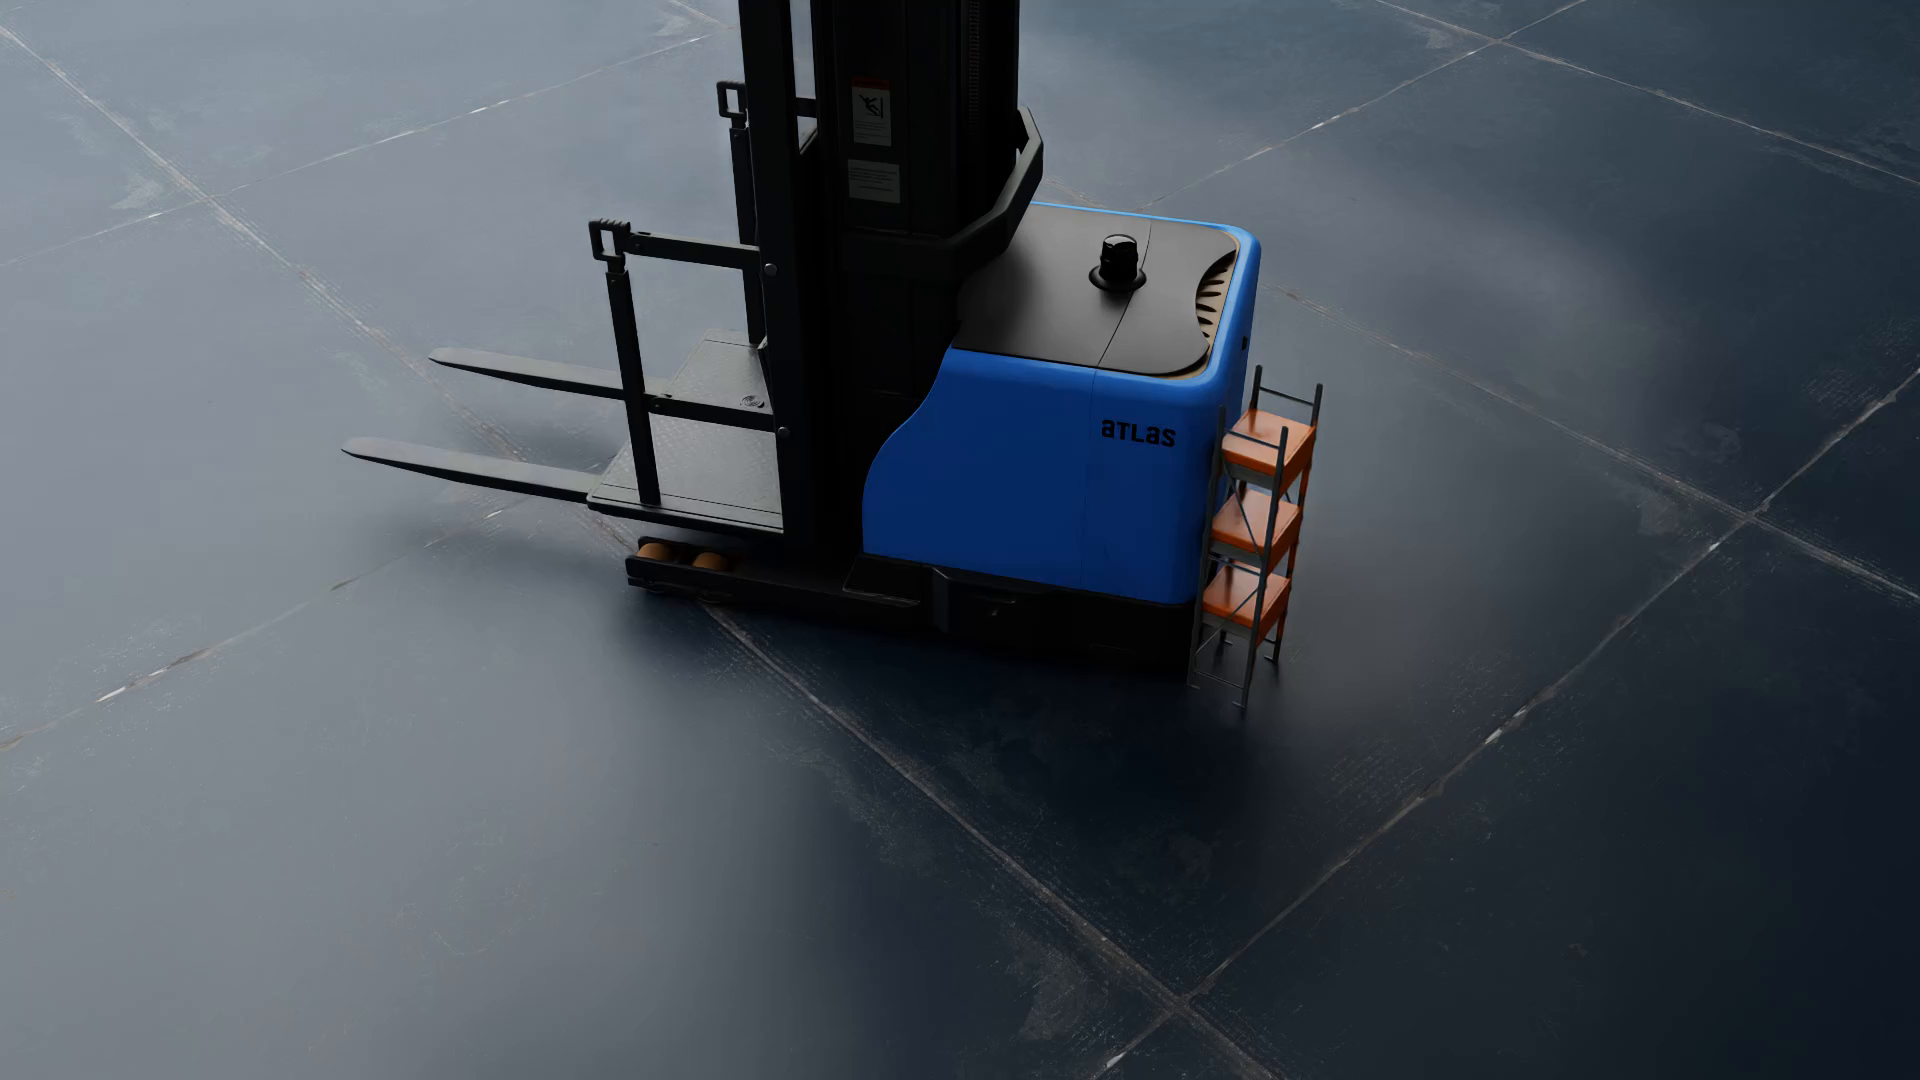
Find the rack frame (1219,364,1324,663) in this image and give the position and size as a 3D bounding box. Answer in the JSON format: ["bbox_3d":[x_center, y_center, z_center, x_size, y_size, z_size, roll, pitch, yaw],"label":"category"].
[{"bbox_3d":[0.922,-0.054,4.981,0.200,1.050,0.008,21,44,24],"label":"rack frame"}]

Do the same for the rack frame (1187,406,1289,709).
[{"bbox_3d":[0.794,0.076,4.820,0.200,1.050,0.008,21,44,24],"label":"rack frame"}]

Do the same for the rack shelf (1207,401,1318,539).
[{"bbox_3d":[0.858,-0.201,4.729,0.215,0.259,0.240,21,44,24],"label":"rack shelf"}]

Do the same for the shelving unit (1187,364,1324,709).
[{"bbox_3d":[0.858,0.011,4.901,0.215,1.050,0.252,21,44,24],"label":"shelving unit"}]

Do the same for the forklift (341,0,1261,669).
[{"bbox_3d":[-0.609,-1.242,4.955,3.031,2.935,1.130,9,40,12],"label":"forklift"}]

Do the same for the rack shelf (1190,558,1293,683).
[{"bbox_3d":[0.858,0.236,5.082,0.215,0.259,0.240,21,44,24],"label":"rack shelf"}]

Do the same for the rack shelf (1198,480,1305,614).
[{"bbox_3d":[0.858,0.019,4.907,0.215,0.259,0.240,21,44,24],"label":"rack shelf"}]
